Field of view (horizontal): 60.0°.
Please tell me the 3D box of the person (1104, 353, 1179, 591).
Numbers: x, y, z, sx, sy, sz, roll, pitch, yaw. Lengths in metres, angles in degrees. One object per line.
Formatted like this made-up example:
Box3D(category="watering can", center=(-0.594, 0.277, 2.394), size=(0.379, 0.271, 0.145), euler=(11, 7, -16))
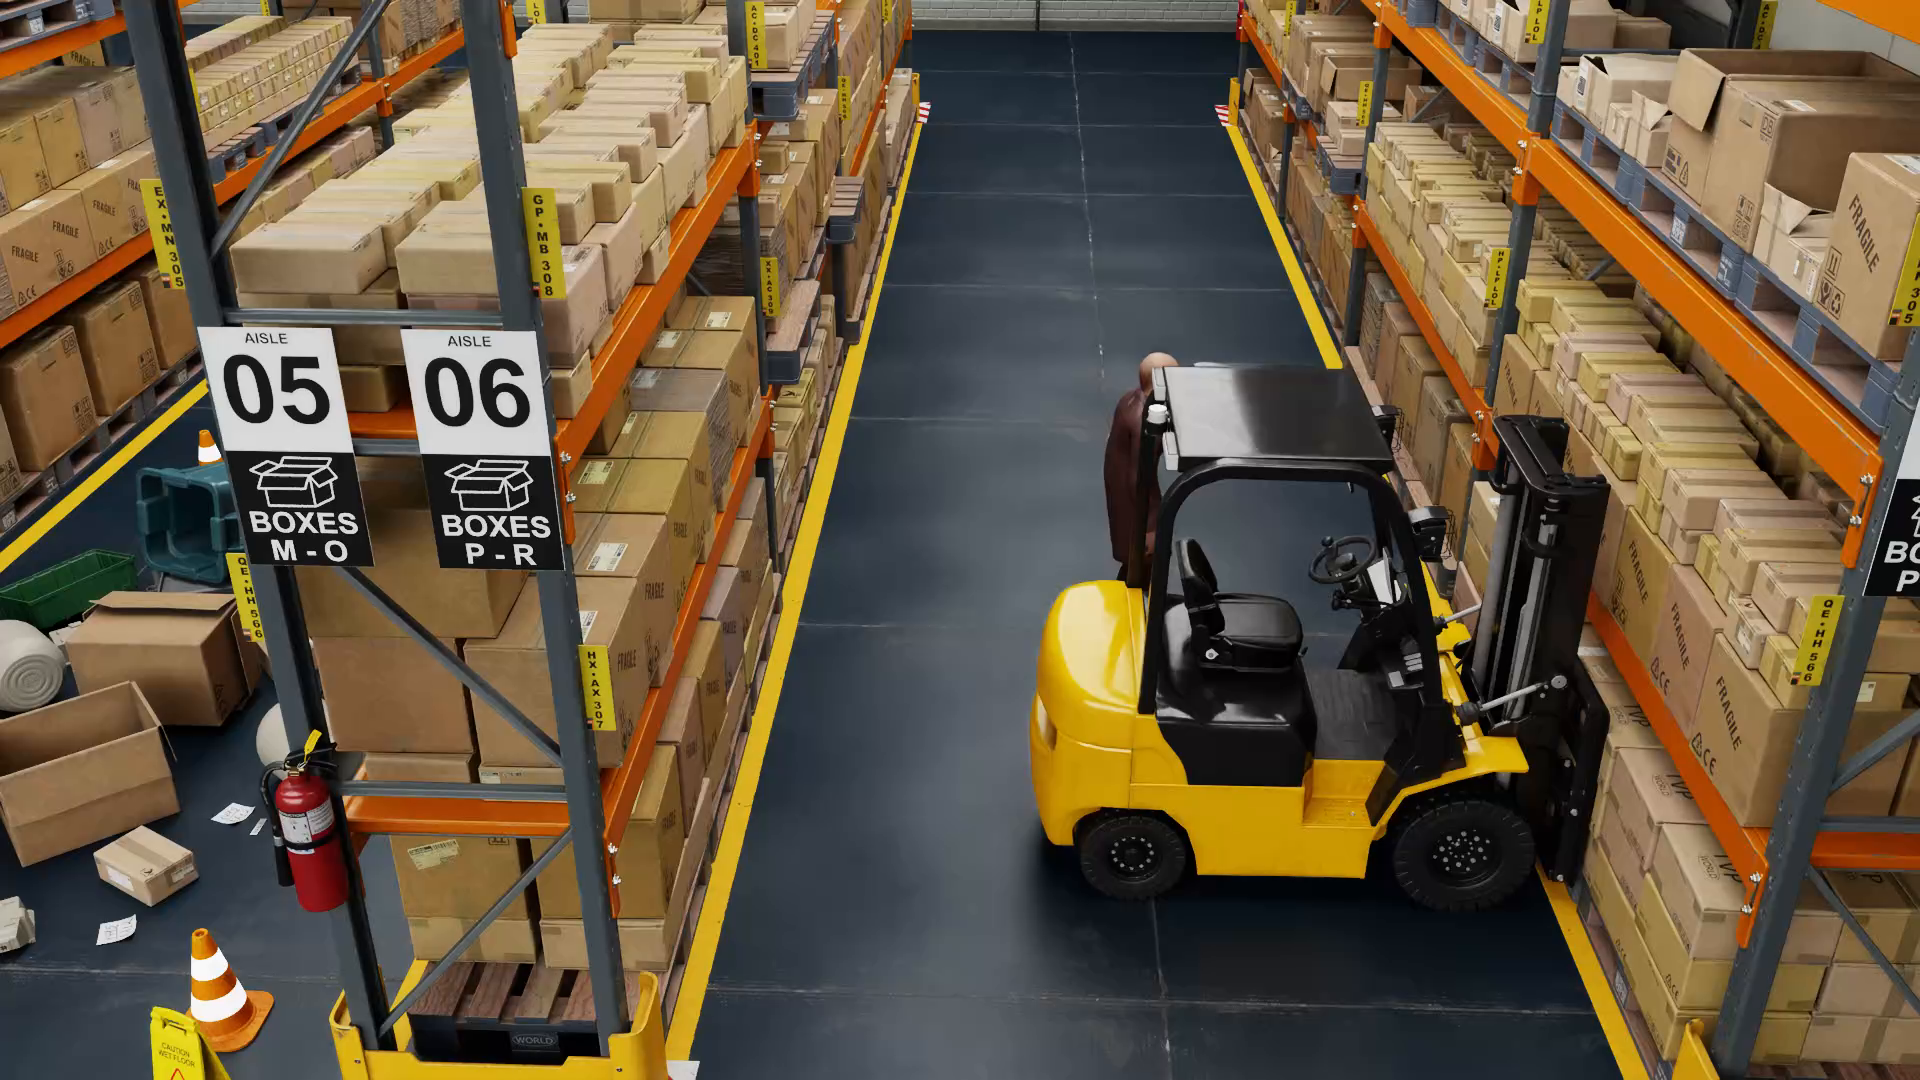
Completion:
Box3D(category="person", center=(0.978, -0.163, 8.948), size=(0.421, 1.774, 0.643), euler=(1, 28, 2))
